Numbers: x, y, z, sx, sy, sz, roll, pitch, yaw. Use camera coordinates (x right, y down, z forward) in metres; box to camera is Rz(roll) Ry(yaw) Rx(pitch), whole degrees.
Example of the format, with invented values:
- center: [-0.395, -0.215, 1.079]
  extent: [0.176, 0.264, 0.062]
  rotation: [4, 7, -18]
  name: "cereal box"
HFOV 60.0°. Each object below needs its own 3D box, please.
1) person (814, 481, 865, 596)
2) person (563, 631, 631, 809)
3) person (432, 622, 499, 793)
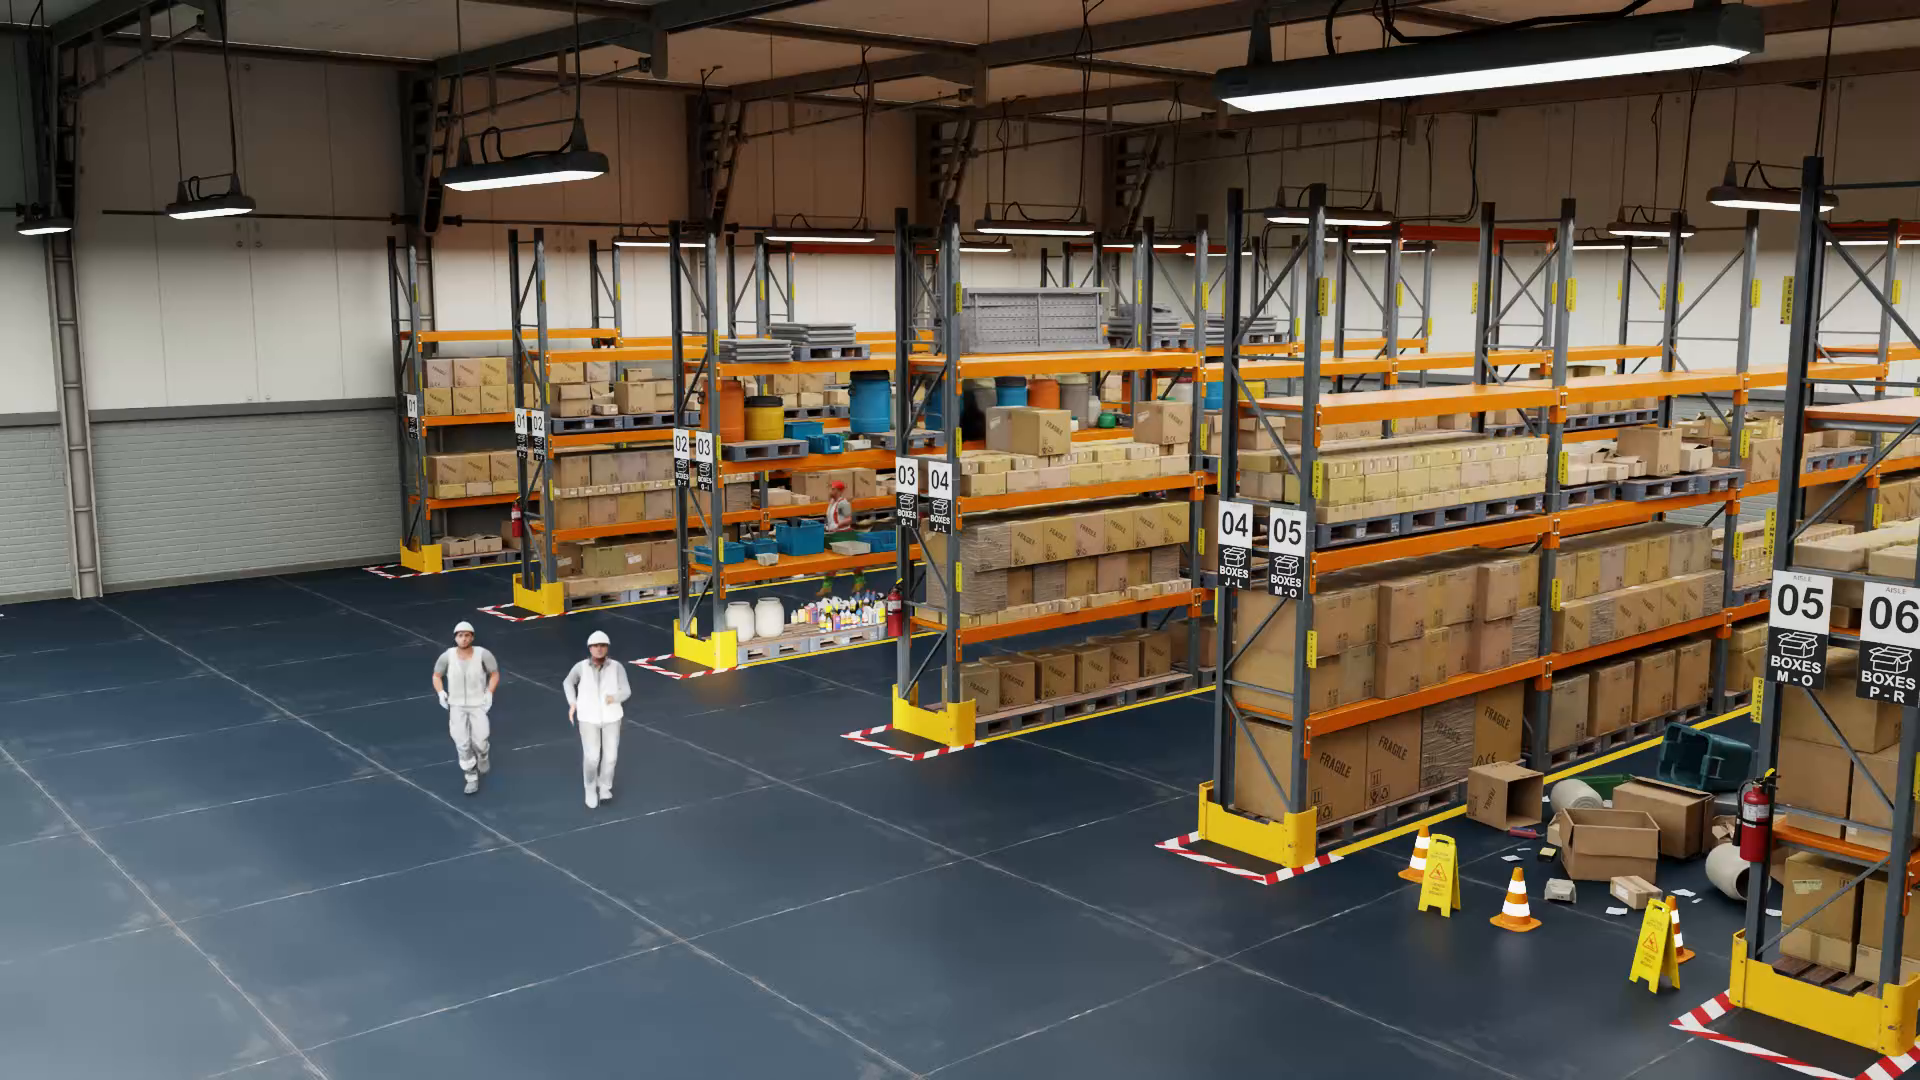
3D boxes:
- center: [-1.893, -0.034, 26.221]
  extent: [0.884, 1.819, 0.658]
  rotation: [-7, 11, -36]
  name: "person"
- center: [-3.566, 1.782, 16.446]
  extent: [0.629, 1.771, 0.693]
  rotation: [-3, 9, -19]
  name: "person"
- center: [-5.073, 1.689, 17.100]
  extent: [0.666, 1.751, 0.596]
  rotation: [-2, 9, -11]
  name: "person"
